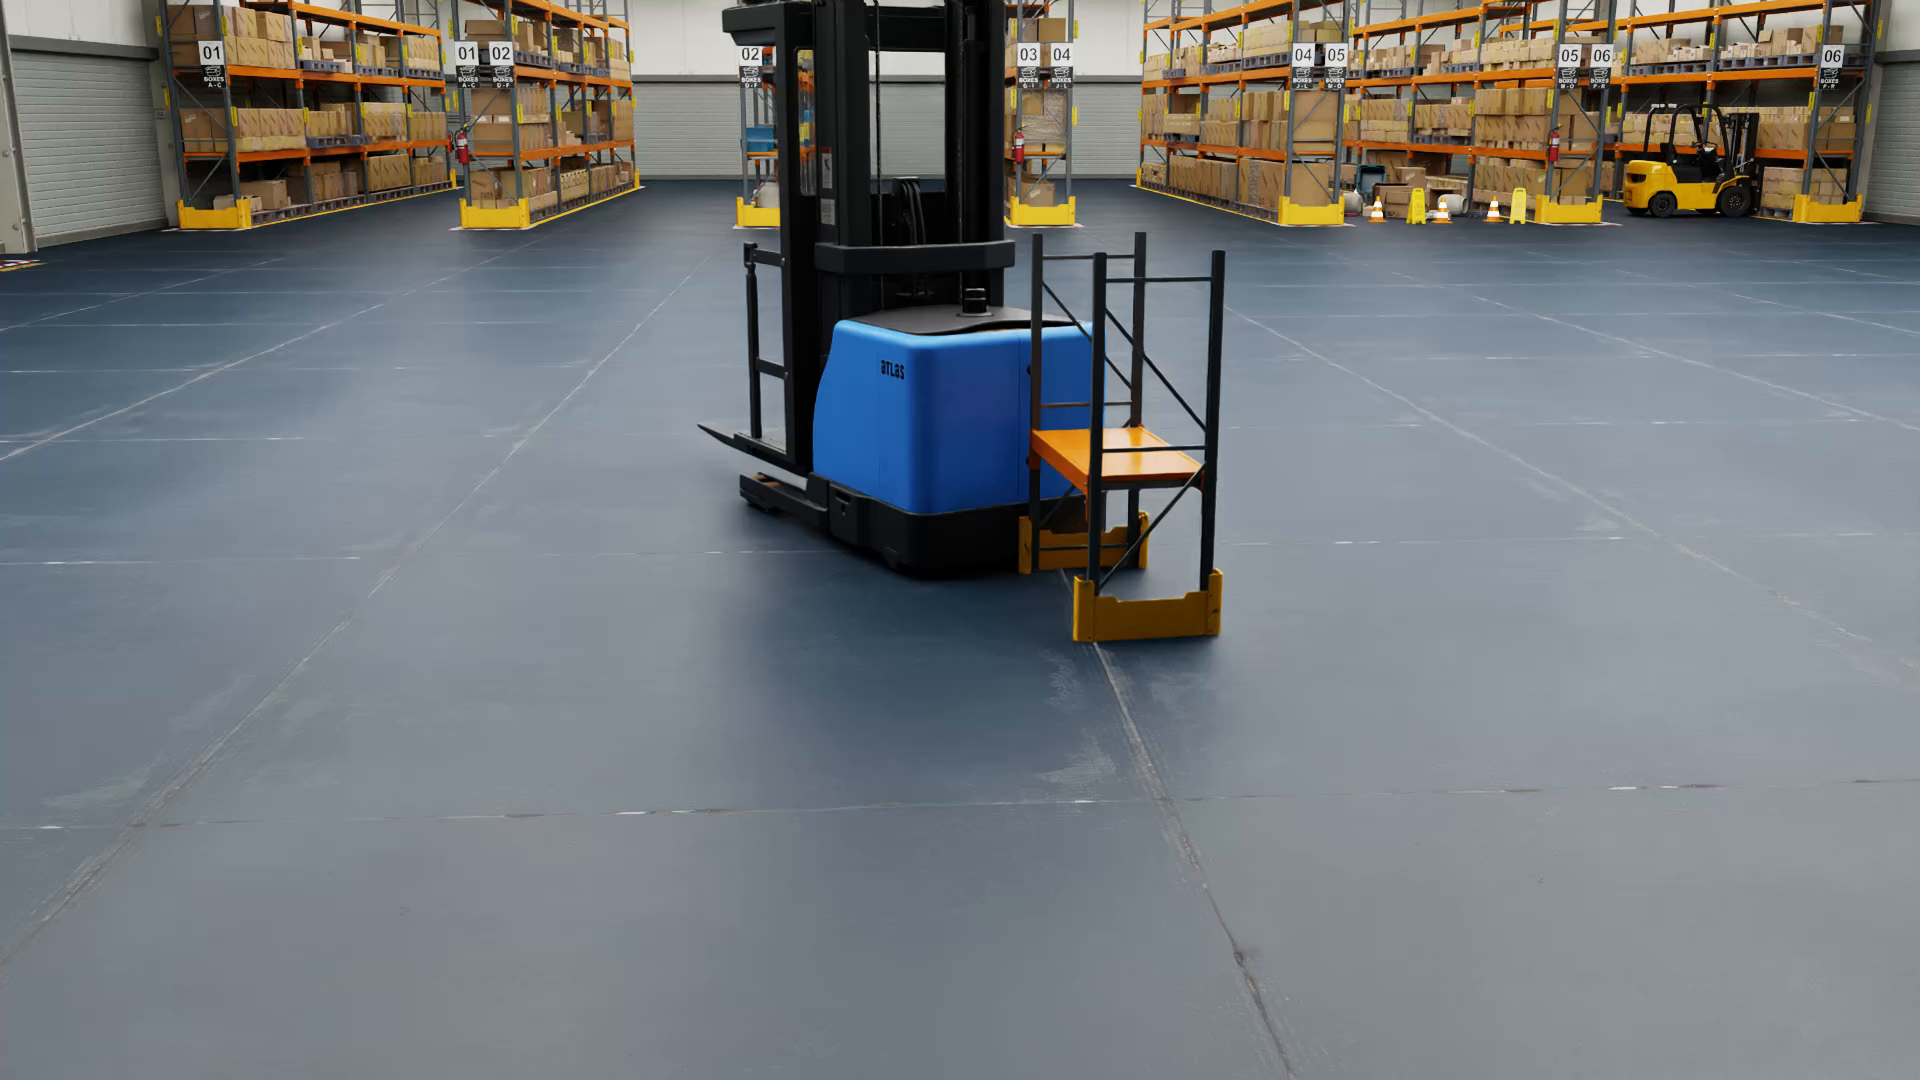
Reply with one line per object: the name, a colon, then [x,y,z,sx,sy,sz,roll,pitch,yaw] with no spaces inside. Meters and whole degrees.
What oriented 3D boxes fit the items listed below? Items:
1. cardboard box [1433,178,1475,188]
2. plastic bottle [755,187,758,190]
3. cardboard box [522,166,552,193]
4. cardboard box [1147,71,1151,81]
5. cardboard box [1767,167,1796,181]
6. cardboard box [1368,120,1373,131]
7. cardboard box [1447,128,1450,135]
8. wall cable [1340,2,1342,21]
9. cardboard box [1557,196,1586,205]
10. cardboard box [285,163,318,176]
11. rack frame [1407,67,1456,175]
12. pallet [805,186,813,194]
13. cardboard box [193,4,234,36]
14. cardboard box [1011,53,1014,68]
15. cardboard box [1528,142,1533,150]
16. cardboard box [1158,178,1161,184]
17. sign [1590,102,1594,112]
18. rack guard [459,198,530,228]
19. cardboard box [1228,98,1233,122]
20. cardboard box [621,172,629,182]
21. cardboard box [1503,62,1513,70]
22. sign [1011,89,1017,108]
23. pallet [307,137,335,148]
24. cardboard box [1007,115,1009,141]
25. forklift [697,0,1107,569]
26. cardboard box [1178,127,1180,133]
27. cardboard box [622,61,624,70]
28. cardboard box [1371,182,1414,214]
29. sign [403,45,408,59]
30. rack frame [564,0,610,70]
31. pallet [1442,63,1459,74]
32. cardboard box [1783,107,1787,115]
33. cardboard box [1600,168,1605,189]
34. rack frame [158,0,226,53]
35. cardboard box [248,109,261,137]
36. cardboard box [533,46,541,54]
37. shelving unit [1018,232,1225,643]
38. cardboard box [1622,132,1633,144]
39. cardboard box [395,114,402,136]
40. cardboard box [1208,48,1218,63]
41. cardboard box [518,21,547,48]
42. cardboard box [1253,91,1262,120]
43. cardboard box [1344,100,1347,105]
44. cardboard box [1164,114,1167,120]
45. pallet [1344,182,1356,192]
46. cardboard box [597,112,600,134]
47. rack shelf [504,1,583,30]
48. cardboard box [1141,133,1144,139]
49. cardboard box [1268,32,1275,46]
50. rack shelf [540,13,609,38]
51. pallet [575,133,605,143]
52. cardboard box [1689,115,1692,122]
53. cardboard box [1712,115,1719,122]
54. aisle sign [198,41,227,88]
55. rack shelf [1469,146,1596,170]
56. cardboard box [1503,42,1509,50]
cardboard box: [11.040,-7.814,36.807,0.950,0.372,0.625,0,14,-2]
plastic bottle: [-3.993,-6.742,32.643,0.144,0.351,0.185,-1,14,-4]
cardboard box: [-8.344,-7.095,32.751,0.500,0.500,0.500,-1,14,-3]
cardboard box: [5.291,-12.417,44.549,0.500,0.250,0.500,0,14,-2]
cardboard box: [15.992,-7.076,32.179,0.500,0.250,0.500,-1,14,-2]
cardboard box: [10.478,-10.317,41.403,0.500,0.250,0.500,-1,14,-3]
cardboard box: [10.812,-8.860,36.105,0.380,0.149,0.250,-1,14,-3]
wall cable: [10.542,-15.712,51.034,2.355,3.000,0.029,-1,14,-3]
cardboard box: [11.642,-6.483,31.878,0.500,0.250,0.500,-1,14,-4]
cardboard box: [-13.647,-7.677,34.471,0.500,0.250,0.500,-1,14,-5]
rack frame: [10.920,-9.396,38.525,1.000,3.000,0.127,-1,14,-3]
pallet: [-4.156,-8.618,41.098,1.003,0.211,1.213,-1,14,-3]
cardboard box: [-13.088,-9.118,29.179,0.500,0.500,0.500,-2,15,-7]
cardboard box: [1.208,-8.873,30.775,0.500,0.250,0.500,-1,14,-3]
cardboard box: [11.058,-7.500,31.659,0.380,0.149,0.250,-1,14,-4]
cardboard box: [5.360,-9.335,43.166,0.380,0.149,0.250,-1,14,-5]
sign: [16.180,-11.038,42.585,0.100,0.325,0.005,-1,14,-3]
rack guard: [-8.361,-5.885,29.895,1.175,0.500,0.348,-1,14,-3]
cardboard box: [6.132,-9.209,35.592,0.700,0.500,0.500,-1,14,-3]
cardboard box: [-9.046,-9.594,43.929,0.500,0.250,0.500,-1,14,-3]
cardboard box: [10.935,-9.329,32.748,0.380,0.149,0.250,-1,14,-5]
sign: [0.970,-7.963,30.000,0.100,0.325,0.005,-1,14,-3]
pallet: [-13.457,-8.118,33.943,1.003,0.211,1.213,-1,14,-3]
cardboard box: [1.360,-7.955,32.127,0.875,0.500,0.500,-1,14,-3]
forklift: [-0.498,-1.608,8.395,1.130,2.935,3.031,-8,17,-29]
cardboard box: [5.422,-9.811,39.798,0.380,0.149,0.250,0,14,-2]
cardboard box: [-9.009,-12.330,43.206,0.500,0.250,0.500,-1,14,-3]
cardboard box: [8.714,-6.893,33.535,0.797,0.637,0.503,-1,14,-3]
sign: [-13.509,-11.875,40.469,0.100,0.325,0.005,-1,14,-3]
rack frame: [-9.106,-12.991,40.458,1.000,3.000,0.127,-1,14,-3]
pallet: [11.169,-10.176,35.913,1.213,0.211,1.003,-1,14,-3]
cardboard box: [16.106,-8.265,32.029,0.380,0.149,0.250,-1,14,-3]
cardboard box: [15.613,-8.693,39.965,0.500,0.500,0.500,-1,14,-4]
rack frame: [-13.307,-9.929,28.558,1.000,3.000,0.127,-1,14,-3]
cardboard box: [-13.057,-7.571,30.186,0.500,0.500,0.500,-1,14,-3]
cardboard box: [-8.263,-9.402,31.911,0.380,0.149,0.250,-1,14,-3]
shelving unit: [0.646,-0.470,6.844,0.587,1.500,1.083,-3,15,-10]
cardboard box: [15.658,-9.287,38.401,0.500,0.250,0.500,-1,14,-3]
cardboard box: [-13.728,-9.973,39.929,0.500,0.500,0.500,-1,14,-3]
cardboard box: [5.811,-10.772,36.990,0.500,0.311,0.500,-1,14,-3]
cardboard box: [-8.609,-10.197,33.571,0.500,0.500,0.500,-1,14,-3]
cardboard box: [6.269,-8.531,32.697,0.875,0.550,0.550,-1,14,-3]
cardboard box: [10.303,-11.289,43.676,0.500,0.500,0.500,-1,14,-3]
cardboard box: [5.303,-10.554,41.493,0.380,0.149,0.250,0,14,-1]
pallet: [10.703,-9.231,43.478,1.003,0.211,1.213,-1,14,-3]
cardboard box: [-8.935,-9.899,39.437,0.700,0.500,0.500,-5,15,-18]
rack shelf: [-8.734,-10.957,34.798,1.077,0.370,4.000,-1,14,-3]
cardboard box: [5.183,-11.077,45.561,0.380,0.149,0.250,-1,14,-4]
cardboard box: [6.112,-9.447,31.365,0.500,0.250,0.500,-1,14,-4]
rack shelf: [-8.982,-11.952,38.664,1.077,0.370,4.000,-1,14,-3]
pallet: [-8.983,-9.482,39.243,1.003,0.211,1.213,-1,14,-3]
cardboard box: [15.882,-9.048,35.671,0.380,0.149,0.250,-1,14,-3]
cardboard box: [15.879,-8.758,34.542,0.380,0.149,0.250,-1,14,-4]
aisle sign: [-13.003,-8.270,28.930,0.394,0.787,0.004,-1,14,-3]
rack shelf: [11.292,-7.555,32.815,1.077,0.370,4.000,-1,14,-3]
cardboard box: [10.970,-9.778,32.895,0.380,0.149,0.250,-1,14,-5]
